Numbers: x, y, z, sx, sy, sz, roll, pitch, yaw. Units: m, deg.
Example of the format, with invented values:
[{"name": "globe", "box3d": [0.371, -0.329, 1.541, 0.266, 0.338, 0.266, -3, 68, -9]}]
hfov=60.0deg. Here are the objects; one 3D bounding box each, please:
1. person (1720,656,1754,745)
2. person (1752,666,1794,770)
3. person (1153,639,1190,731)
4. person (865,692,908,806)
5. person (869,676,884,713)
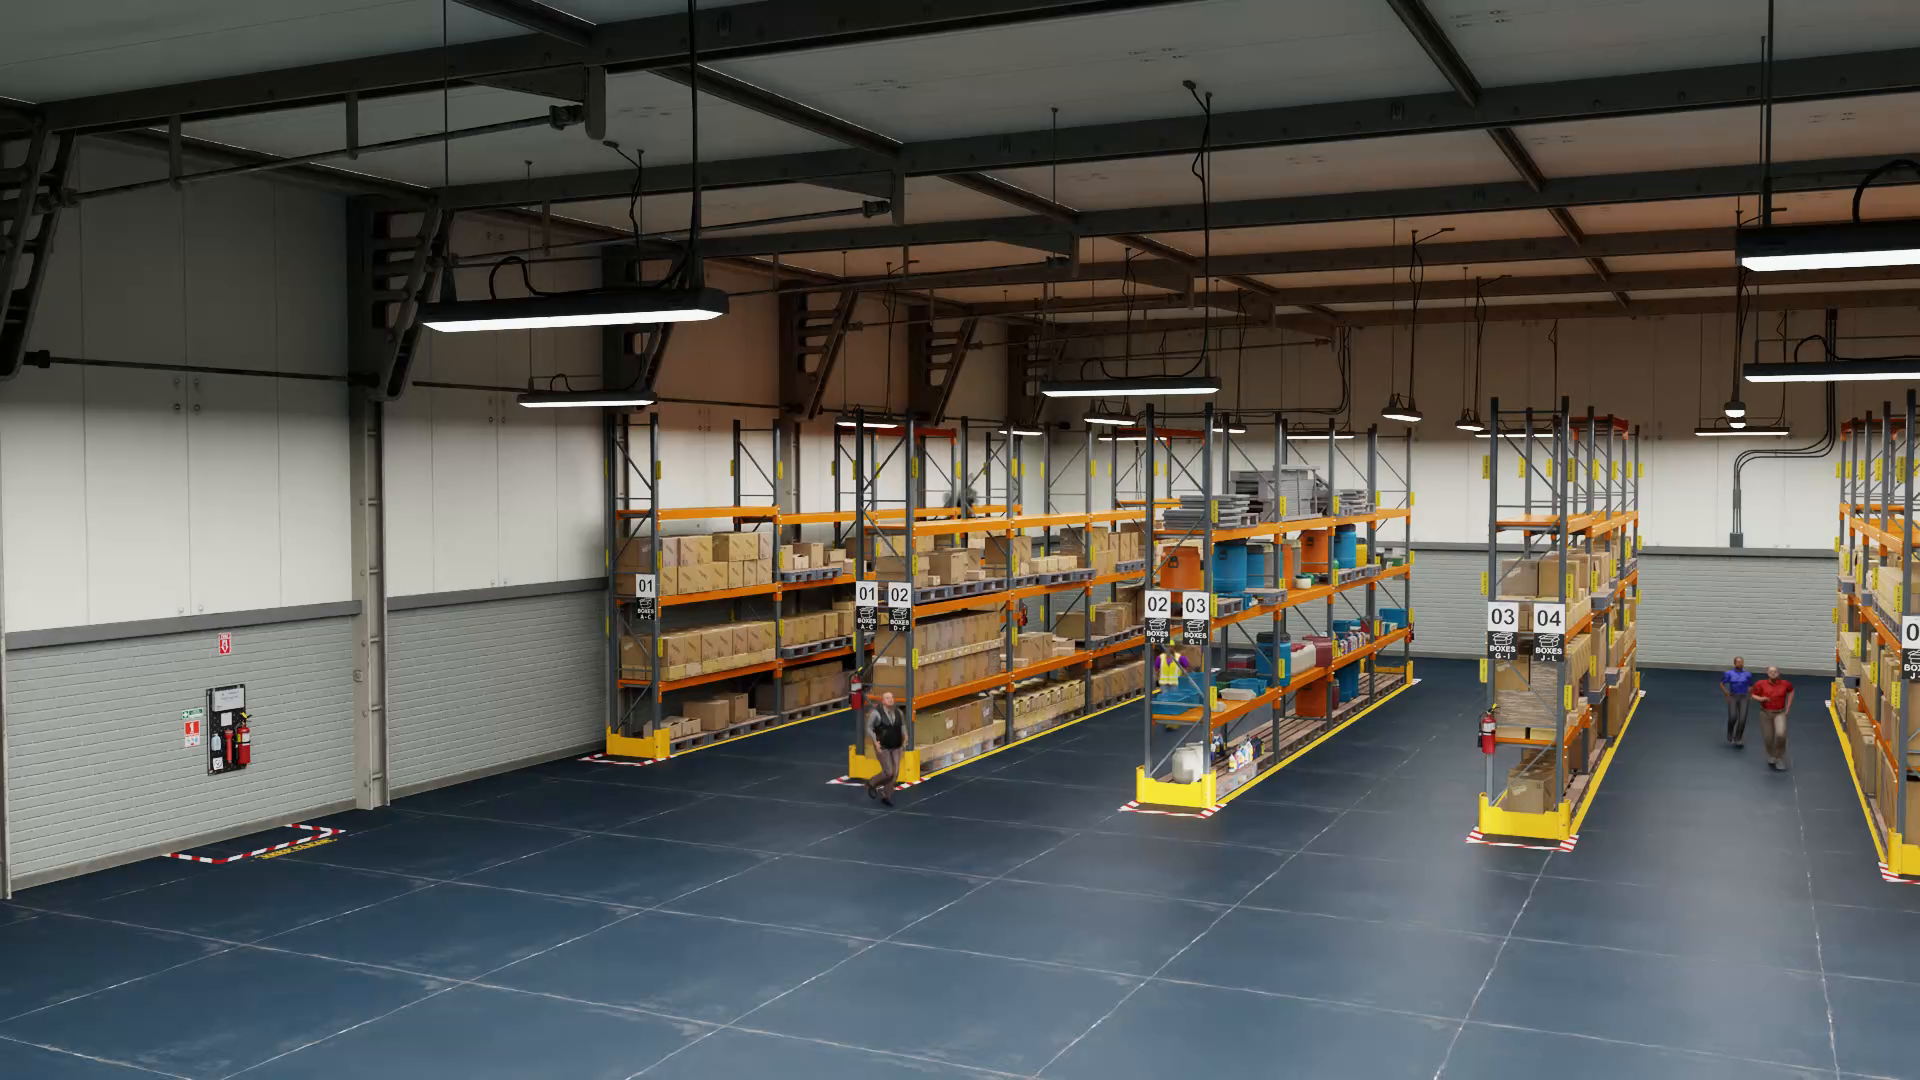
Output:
[{"name": "person", "box3d": [14.123, 2.921, 30.171, 0.568, 1.610, 0.560, 1, 2, 15]}, {"name": "person", "box3d": [13.653, 2.986, 27.946, 0.641, 1.759, 0.790, 1, 3, 28]}, {"name": "person", "box3d": [4.023, 2.786, 31.886, 0.680, 1.754, 0.629, 1, 3, 19]}, {"name": "person", "box3d": [-1.060, 3.117, 24.869, 0.653, 1.693, 0.615, -2, 3, -33]}, {"name": "person", "box3d": [-1.394, 2.907, 30.052, 0.550, 1.707, 0.755, 1, 3, 22]}]
